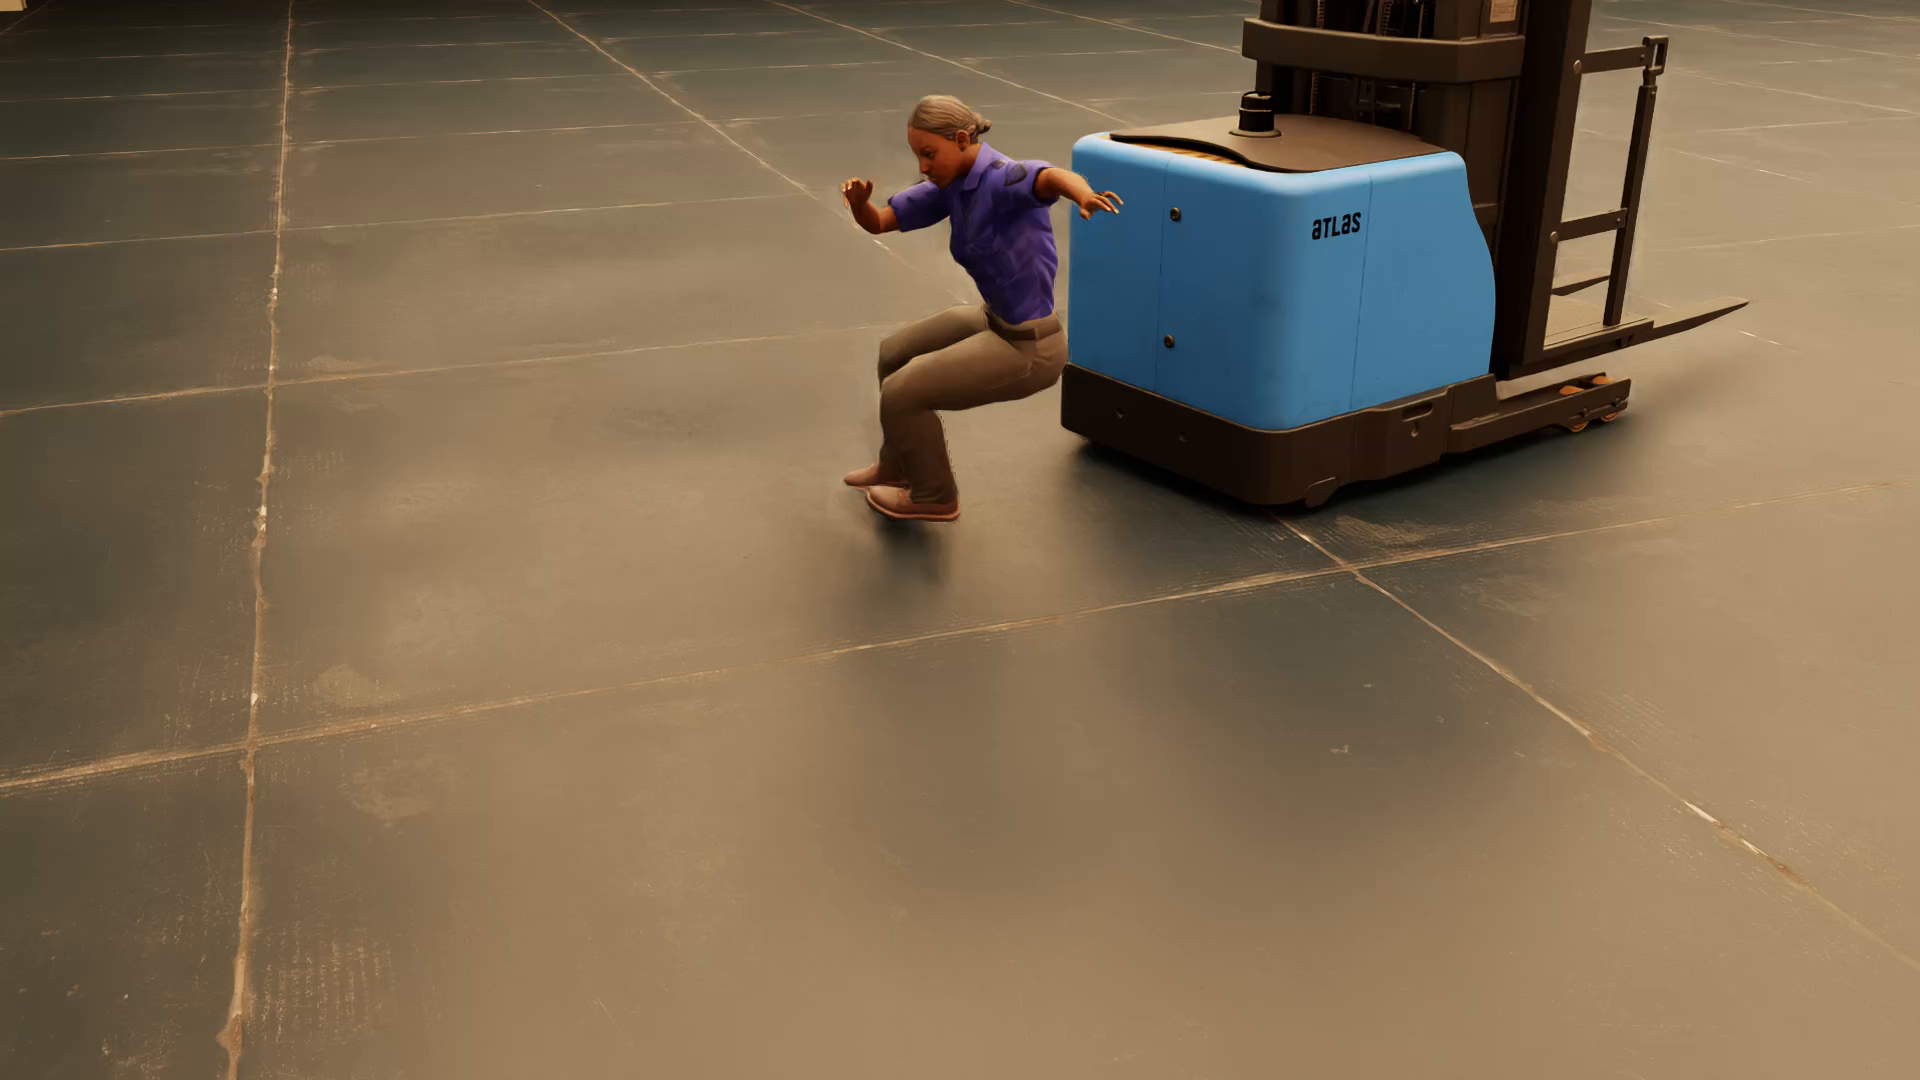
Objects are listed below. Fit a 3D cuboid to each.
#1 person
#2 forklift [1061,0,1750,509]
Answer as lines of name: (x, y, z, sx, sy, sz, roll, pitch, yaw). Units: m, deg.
person: (0.010, -0.566, 4.745, 0.682, 1.347, 1.414, -6, 24, -14)
forklift: (1.842, -1.888, 5.788, 3.031, 2.935, 1.130, -16, 28, -33)
